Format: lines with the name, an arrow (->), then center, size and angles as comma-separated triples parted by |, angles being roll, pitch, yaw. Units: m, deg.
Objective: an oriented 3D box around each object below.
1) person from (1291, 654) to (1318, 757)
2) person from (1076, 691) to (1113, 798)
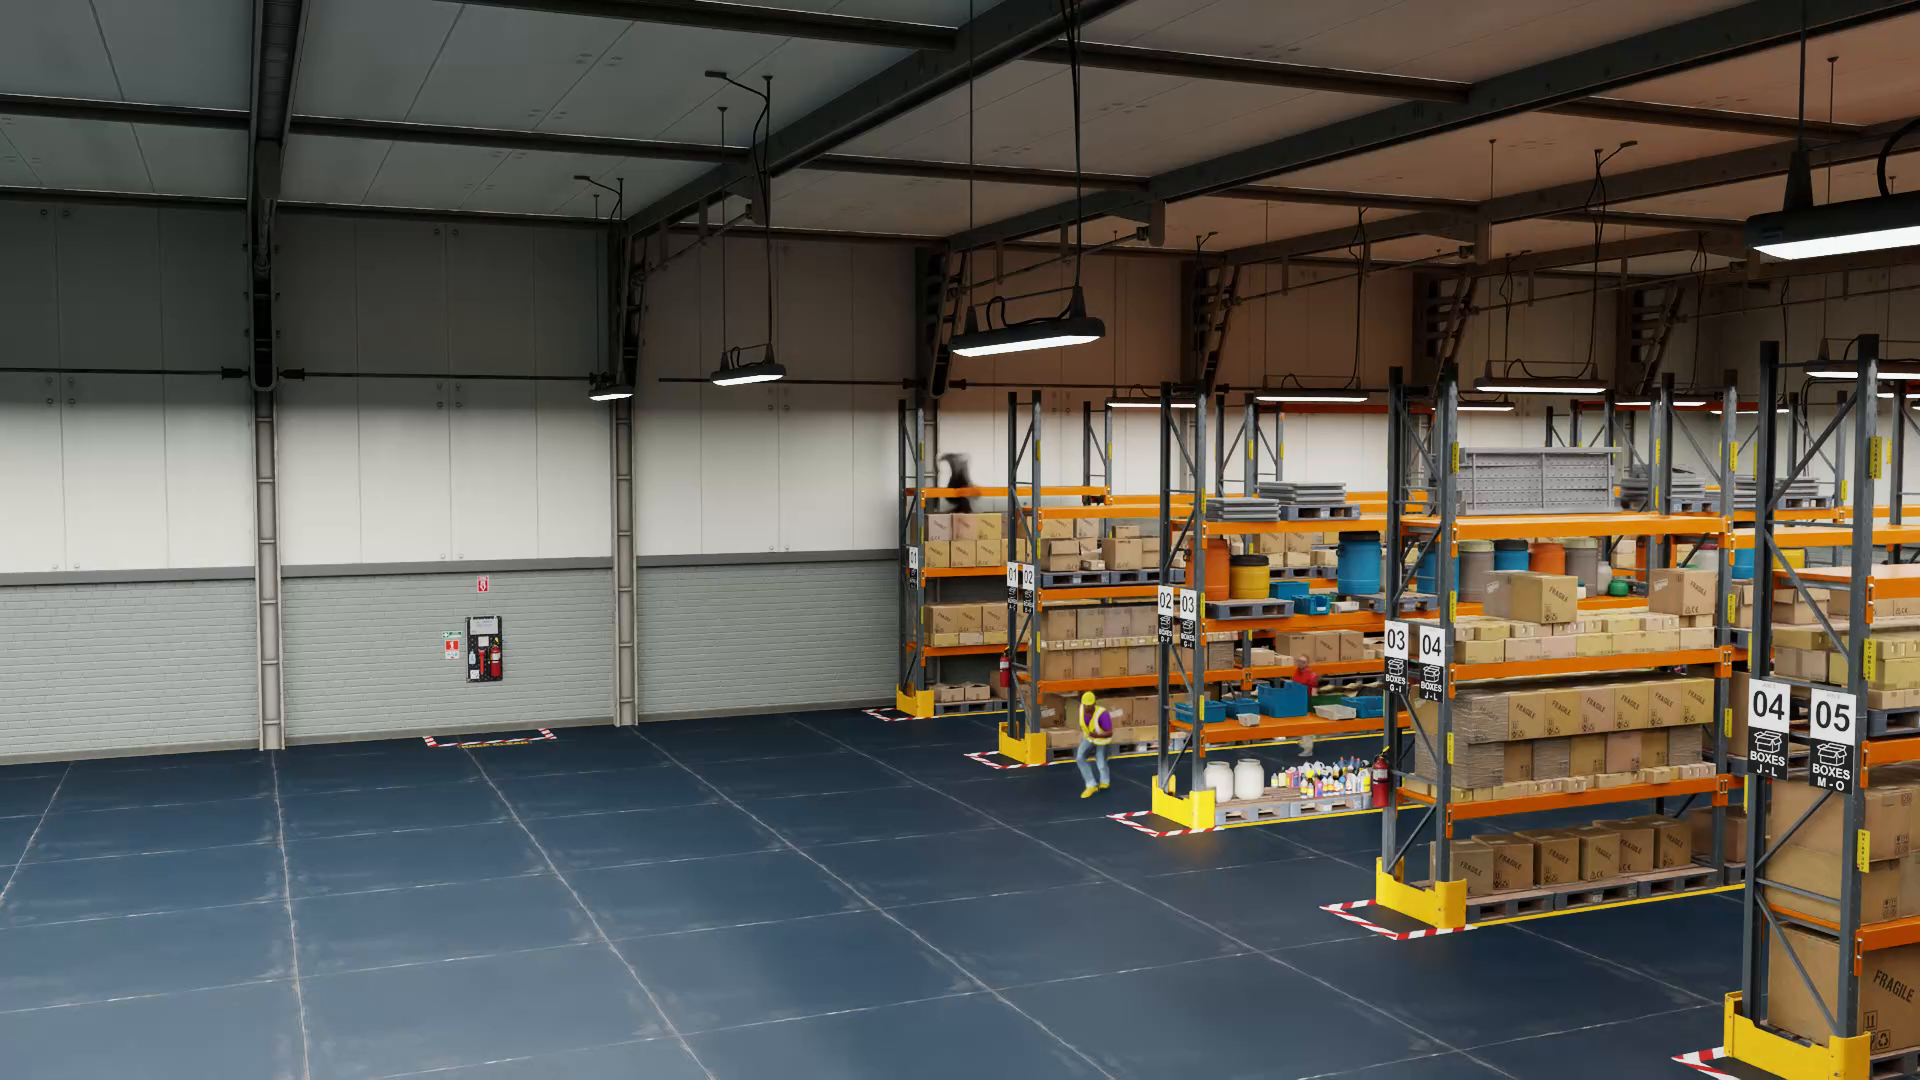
person -> 5.708, 2.713, 27.380 | 0.686, 1.693, 0.714 | -2, 4, -29
person -> 1.982, 2.936, 24.223 | 0.721, 1.564, 1.114 | 2, 4, 30
